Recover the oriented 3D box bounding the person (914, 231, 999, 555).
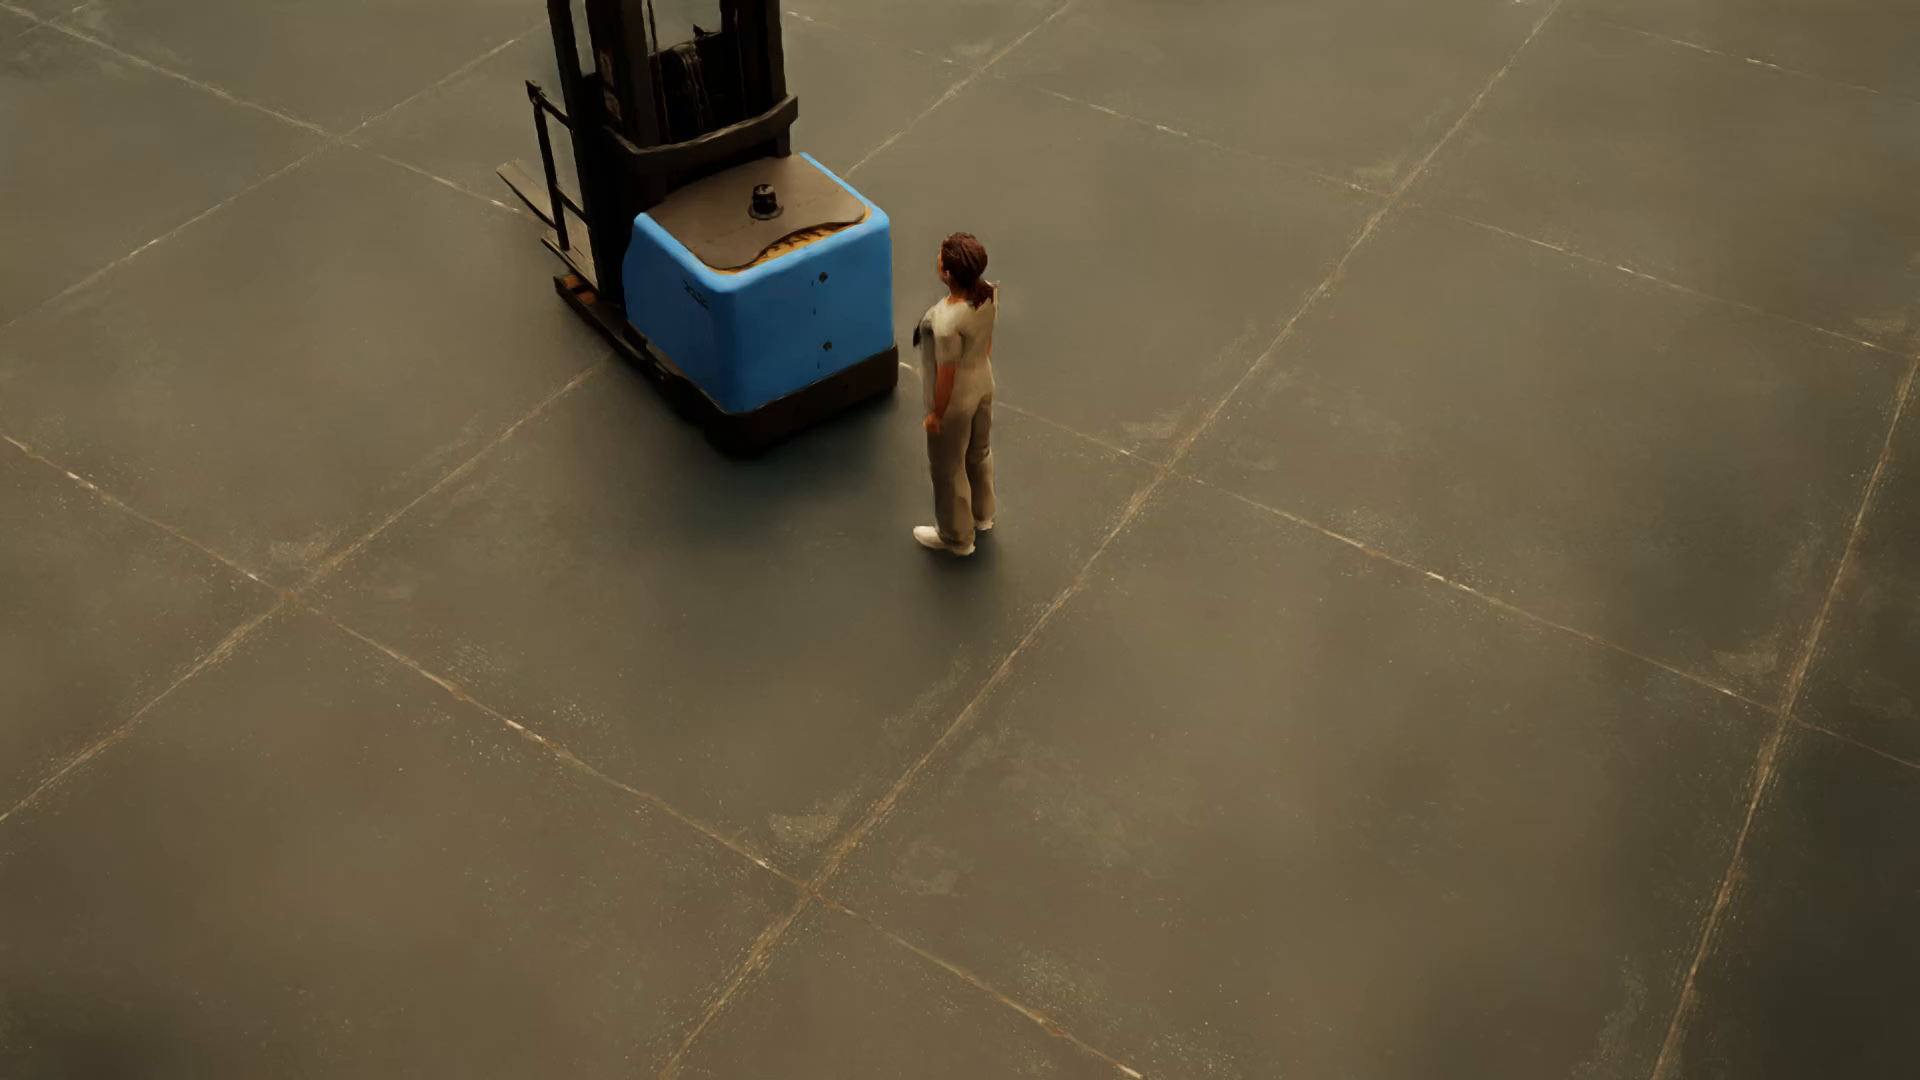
[{"bbox_3d":[-0.013,-0.641,7.381,0.352,1.672,0.432,24,48,23],"label":"person"}]

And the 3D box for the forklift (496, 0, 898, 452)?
[{"bbox_3d":[-1.619,-2.469,8.452,1.130,2.935,3.031,-28,50,-26],"label":"forklift"}]
